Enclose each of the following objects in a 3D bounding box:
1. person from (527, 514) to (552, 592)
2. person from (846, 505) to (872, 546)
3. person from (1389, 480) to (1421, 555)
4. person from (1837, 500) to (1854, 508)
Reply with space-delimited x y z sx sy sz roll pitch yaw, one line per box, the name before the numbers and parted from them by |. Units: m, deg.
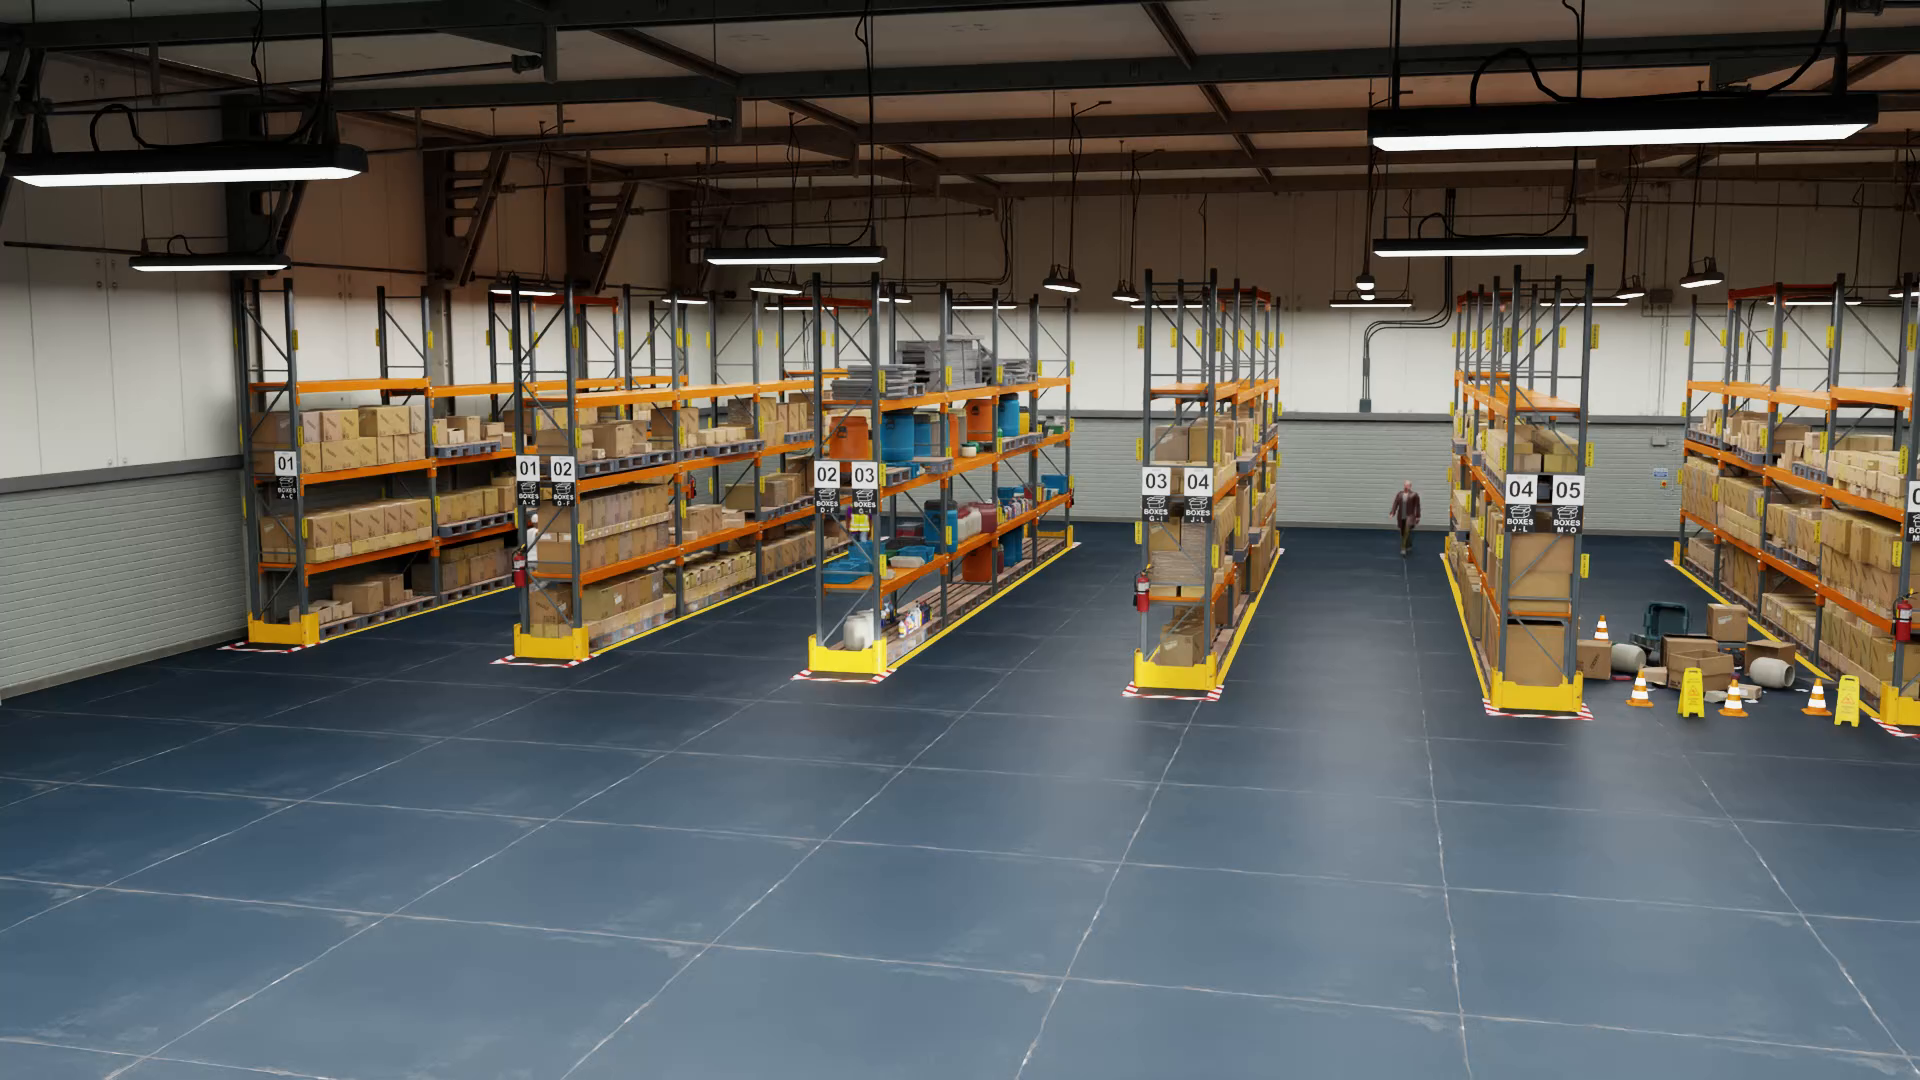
person | -7.906 0.406 30.985 0.594 1.772 0.545 3 8 26
person | -2.189 -0.190 36.094 0.549 1.728 1.036 1 7 4
person | 10.397 -0.536 38.856 0.629 1.719 1.132 5 8 35
person | 19.811 -0.325 37.235 0.999 1.739 0.525 2 7 15
